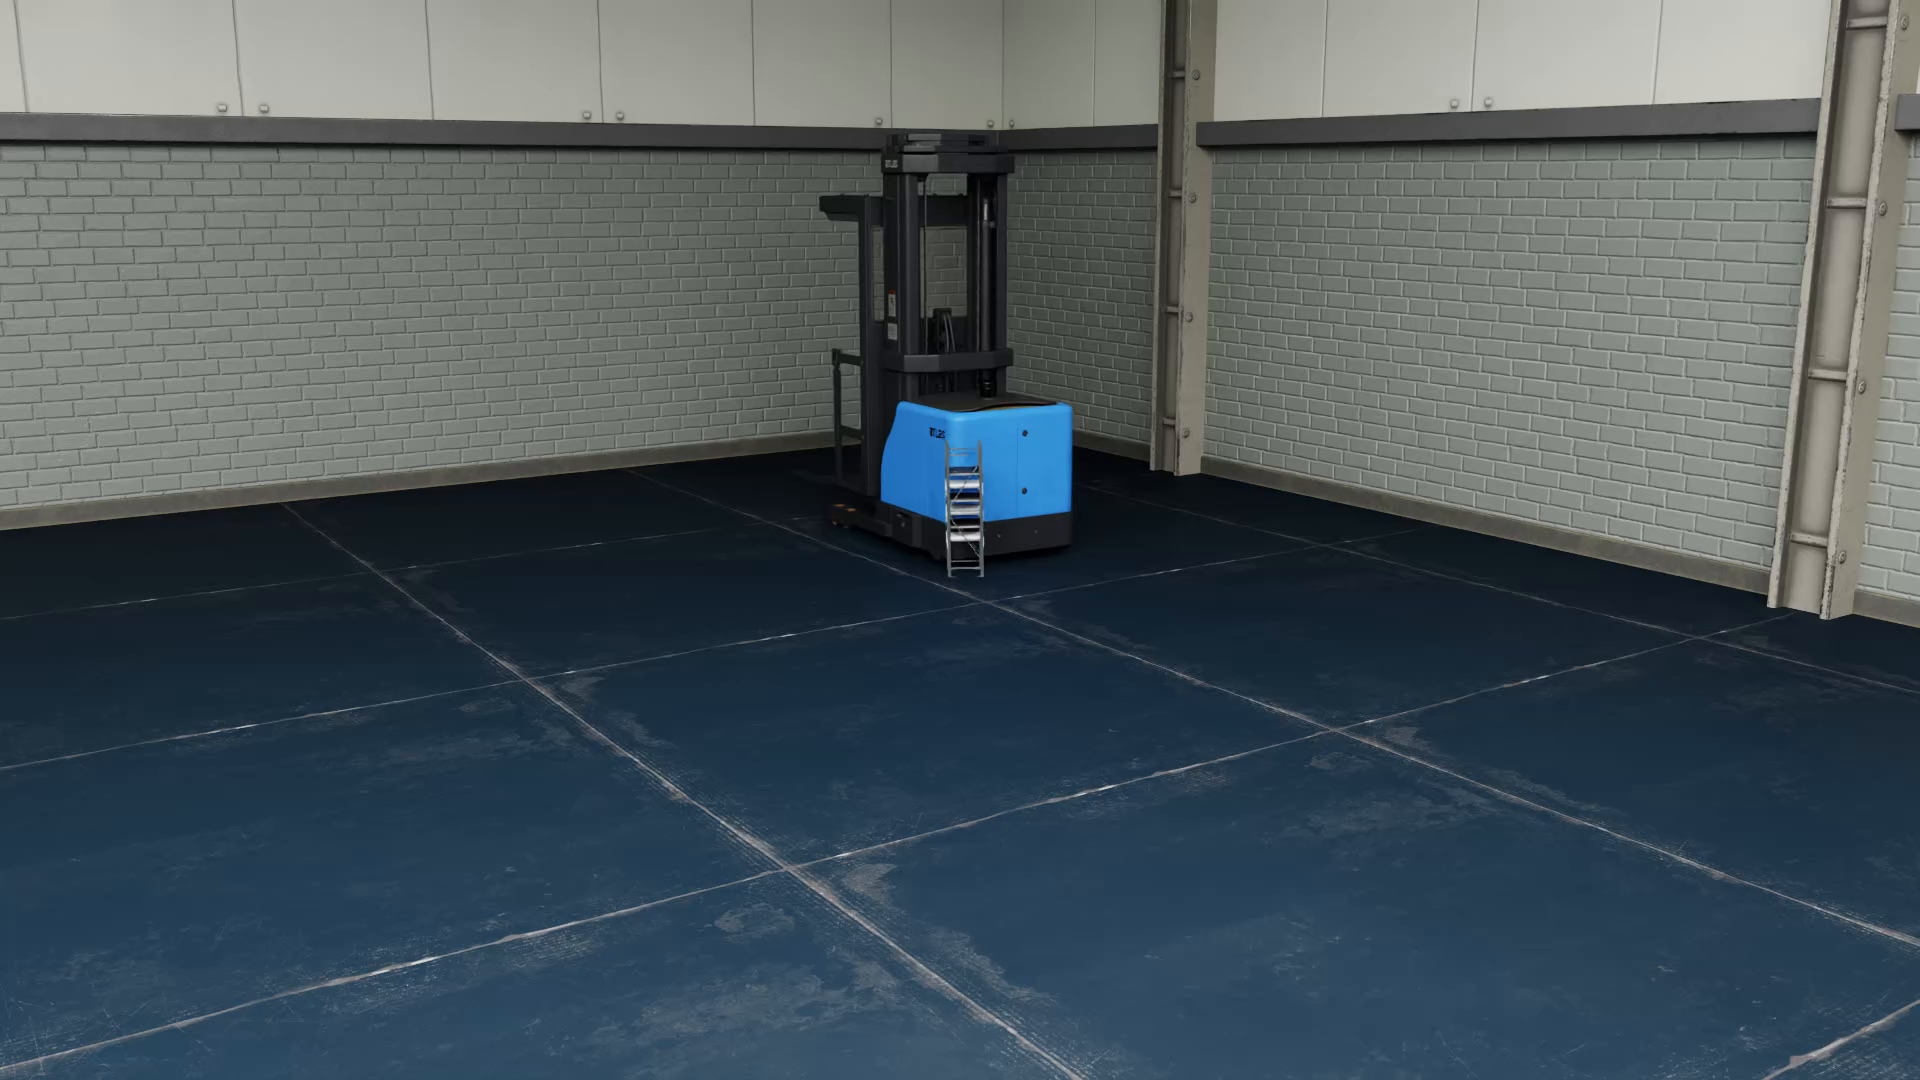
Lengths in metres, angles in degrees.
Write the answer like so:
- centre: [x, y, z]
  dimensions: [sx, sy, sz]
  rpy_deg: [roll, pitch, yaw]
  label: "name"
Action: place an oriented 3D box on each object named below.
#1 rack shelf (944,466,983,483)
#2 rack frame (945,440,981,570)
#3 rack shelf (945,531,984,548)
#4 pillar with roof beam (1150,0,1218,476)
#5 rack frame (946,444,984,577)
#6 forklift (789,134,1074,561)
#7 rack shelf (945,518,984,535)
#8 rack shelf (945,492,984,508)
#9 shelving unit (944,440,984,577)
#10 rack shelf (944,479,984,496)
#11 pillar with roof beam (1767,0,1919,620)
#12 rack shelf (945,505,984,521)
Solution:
- centre: [0.026, -0.444, 11.168]
  dimensions: [0.258, 0.077, 0.200]
  rpy_deg: [-1, 12, -2]
  label: "rack shelf"
- centre: [0.026, -0.235, 11.318]
  dimensions: [0.240, 0.900, 0.006]
  rpy_deg: [-1, 12, -2]
  label: "rack frame"
- centre: [0.033, -0.005, 11.264]
  dimensions: [0.258, 0.077, 0.200]
  rpy_deg: [-1, 12, -2]
  label: "rack shelf"
- centre: [-1.601, -4.520, 11.967]
  dimensions: [9.100, 9.000, 0.400]
  rpy_deg: [-8, 15, -33]
  label: "pillar with roof beam"
- centre: [0.033, -0.191, 11.120]
  dimensions: [0.240, 0.900, 0.006]
  rpy_deg: [-1, 12, -2]
  label: "rack frame"
- centre: [-0.375, -1.556, 12.616]
  dimensions: [1.130, 2.935, 3.031]
  rpy_deg: [-7, 14, -30]
  label: "forklift"
- centre: [0.032, -0.092, 11.245]
  dimensions: [0.258, 0.077, 0.200]
  rpy_deg: [-1, 12, -2]
  label: "rack shelf"
- centre: [0.029, -0.268, 11.207]
  dimensions: [0.258, 0.077, 0.200]
  rpy_deg: [-1, 12, -2]
  label: "rack shelf"
- centre: [0.030, -0.213, 11.219]
  dimensions: [0.258, 0.900, 0.210]
  rpy_deg: [-1, 12, -2]
  label: "shelving unit"
- centre: [0.028, -0.356, 11.188]
  dimensions: [0.258, 0.077, 0.200]
  rpy_deg: [-1, 12, -2]
  label: "rack shelf"
- centre: [1.723, -3.453, 7.087]
  dimensions: [9.100, 9.000, 0.400]
  rpy_deg: [-8, 15, -33]
  label: "pillar with roof beam"
- centre: [0.030, -0.180, 11.226]
  dimensions: [0.258, 0.077, 0.200]
  rpy_deg: [-1, 12, -2]
  label: "rack shelf"
